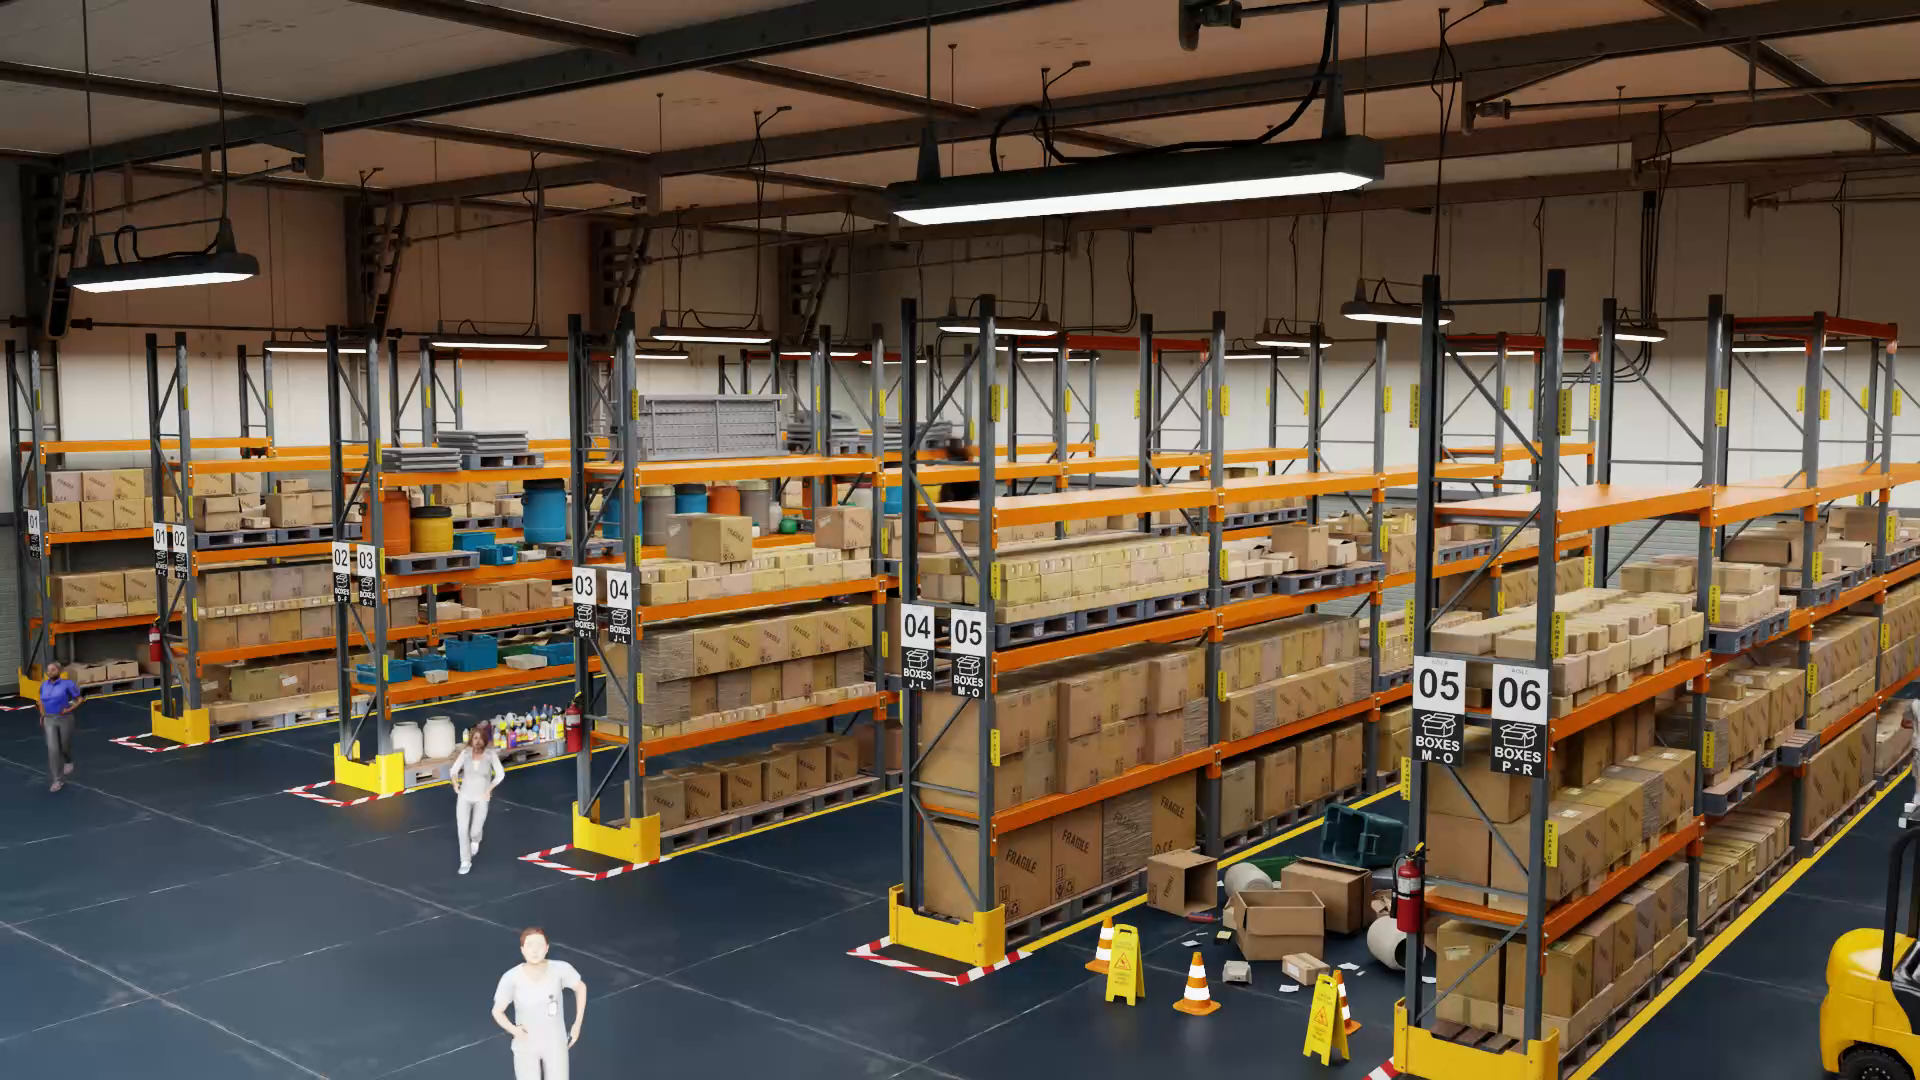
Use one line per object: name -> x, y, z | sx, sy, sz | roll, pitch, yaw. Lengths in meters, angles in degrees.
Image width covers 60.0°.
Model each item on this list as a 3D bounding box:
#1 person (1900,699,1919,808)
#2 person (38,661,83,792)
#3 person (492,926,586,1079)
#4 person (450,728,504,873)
person -> 11.404, 2.529, 19.584 | 0.615, 1.850, 0.775 | 4, 7, 39
person -> -11.768, 2.403, 21.757 | 0.574, 1.657, 0.783 | -1, 5, -13
person -> -2.766, 3.361, 10.970 | 0.612, 1.640, 0.542 | -1, 5, -15
person -> -5.224, 2.795, 17.987 | 0.570, 1.551, 0.594 | 0, 5, -5
